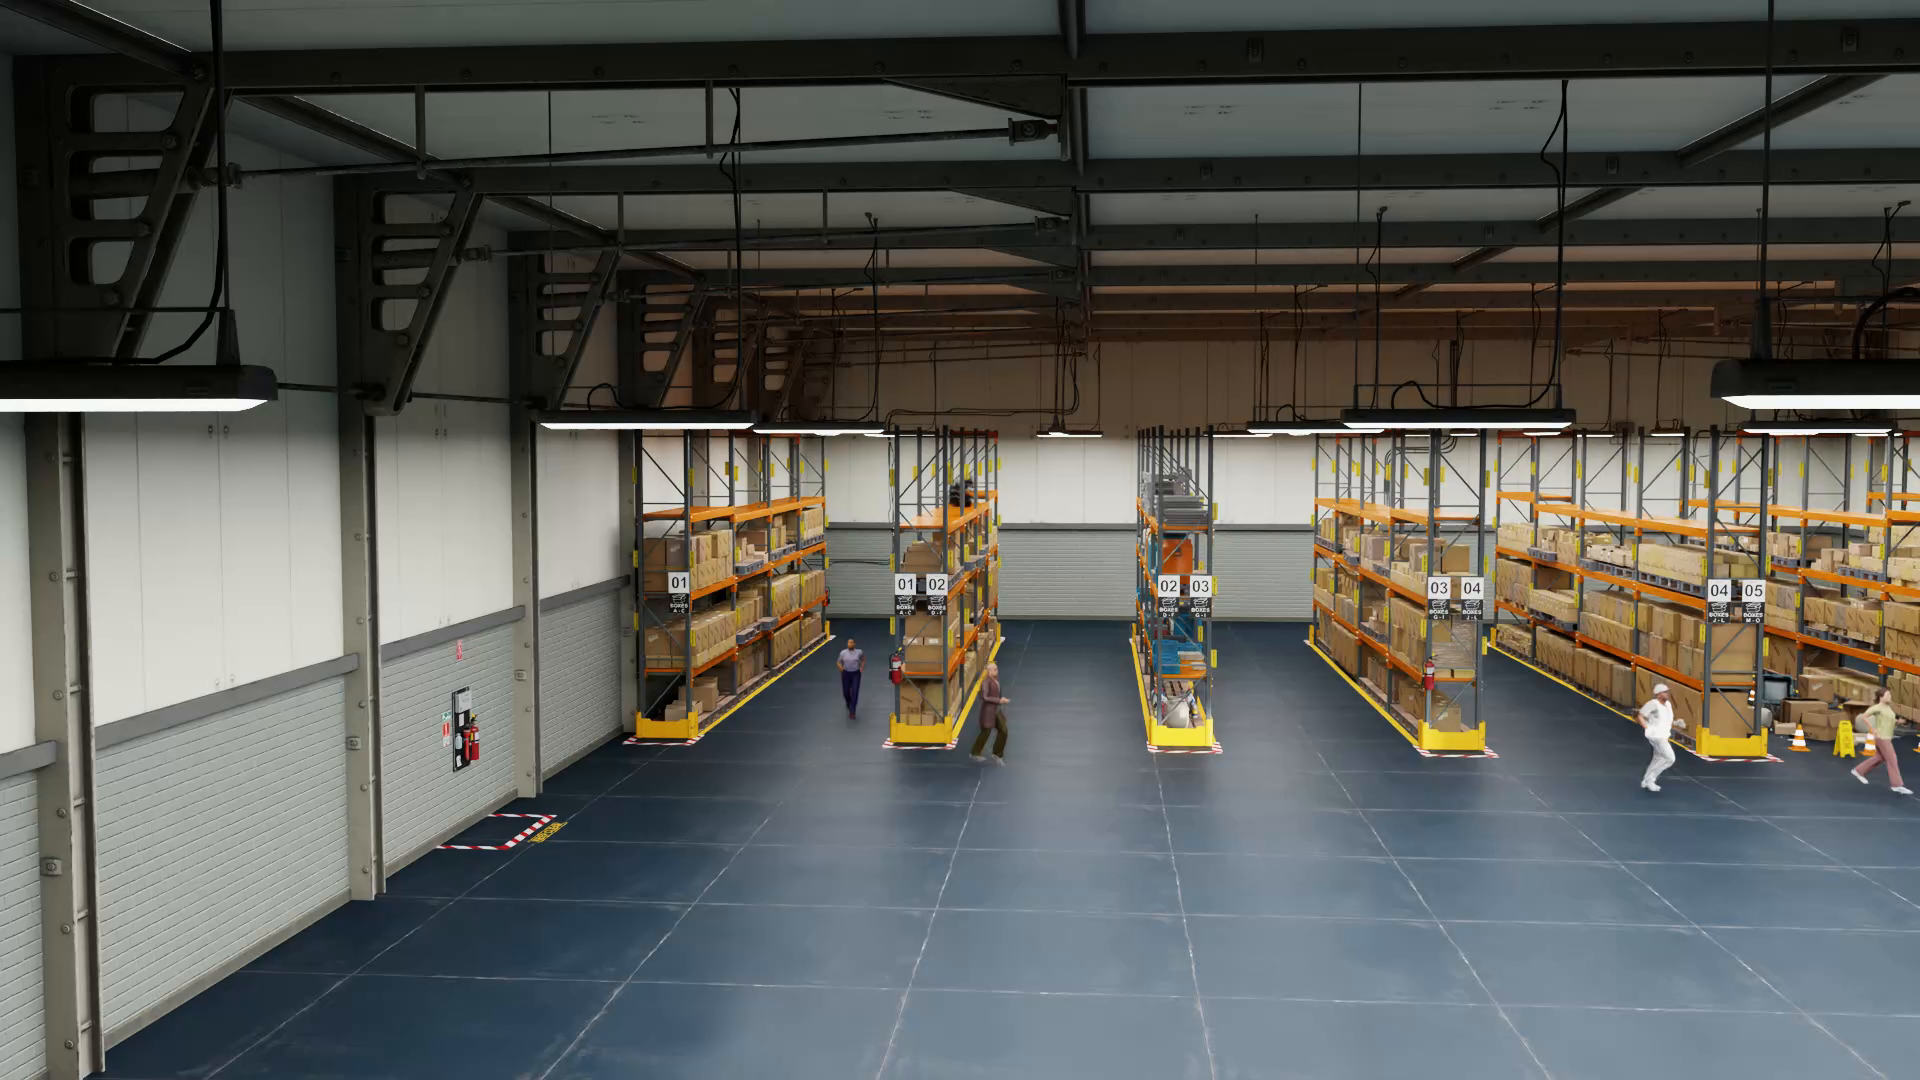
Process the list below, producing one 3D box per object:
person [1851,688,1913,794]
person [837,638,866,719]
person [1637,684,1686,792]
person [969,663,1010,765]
[{"bbox_3d":[15.012,3.234,27.049,0.573,1.660,0.967,-3,5,-42],"label":"person"},{"bbox_3d":[-2.251,2.841,34.487,0.607,1.640,0.849,0,3,-1],"label":"person"},{"bbox_3d":[11.429,3.213,27.034,0.644,1.755,0.655,3,5,44],"label":"person"},{"bbox_3d":[0.552,3.095,29.306,0.823,1.865,0.735,2,4,30],"label":"person"}]
